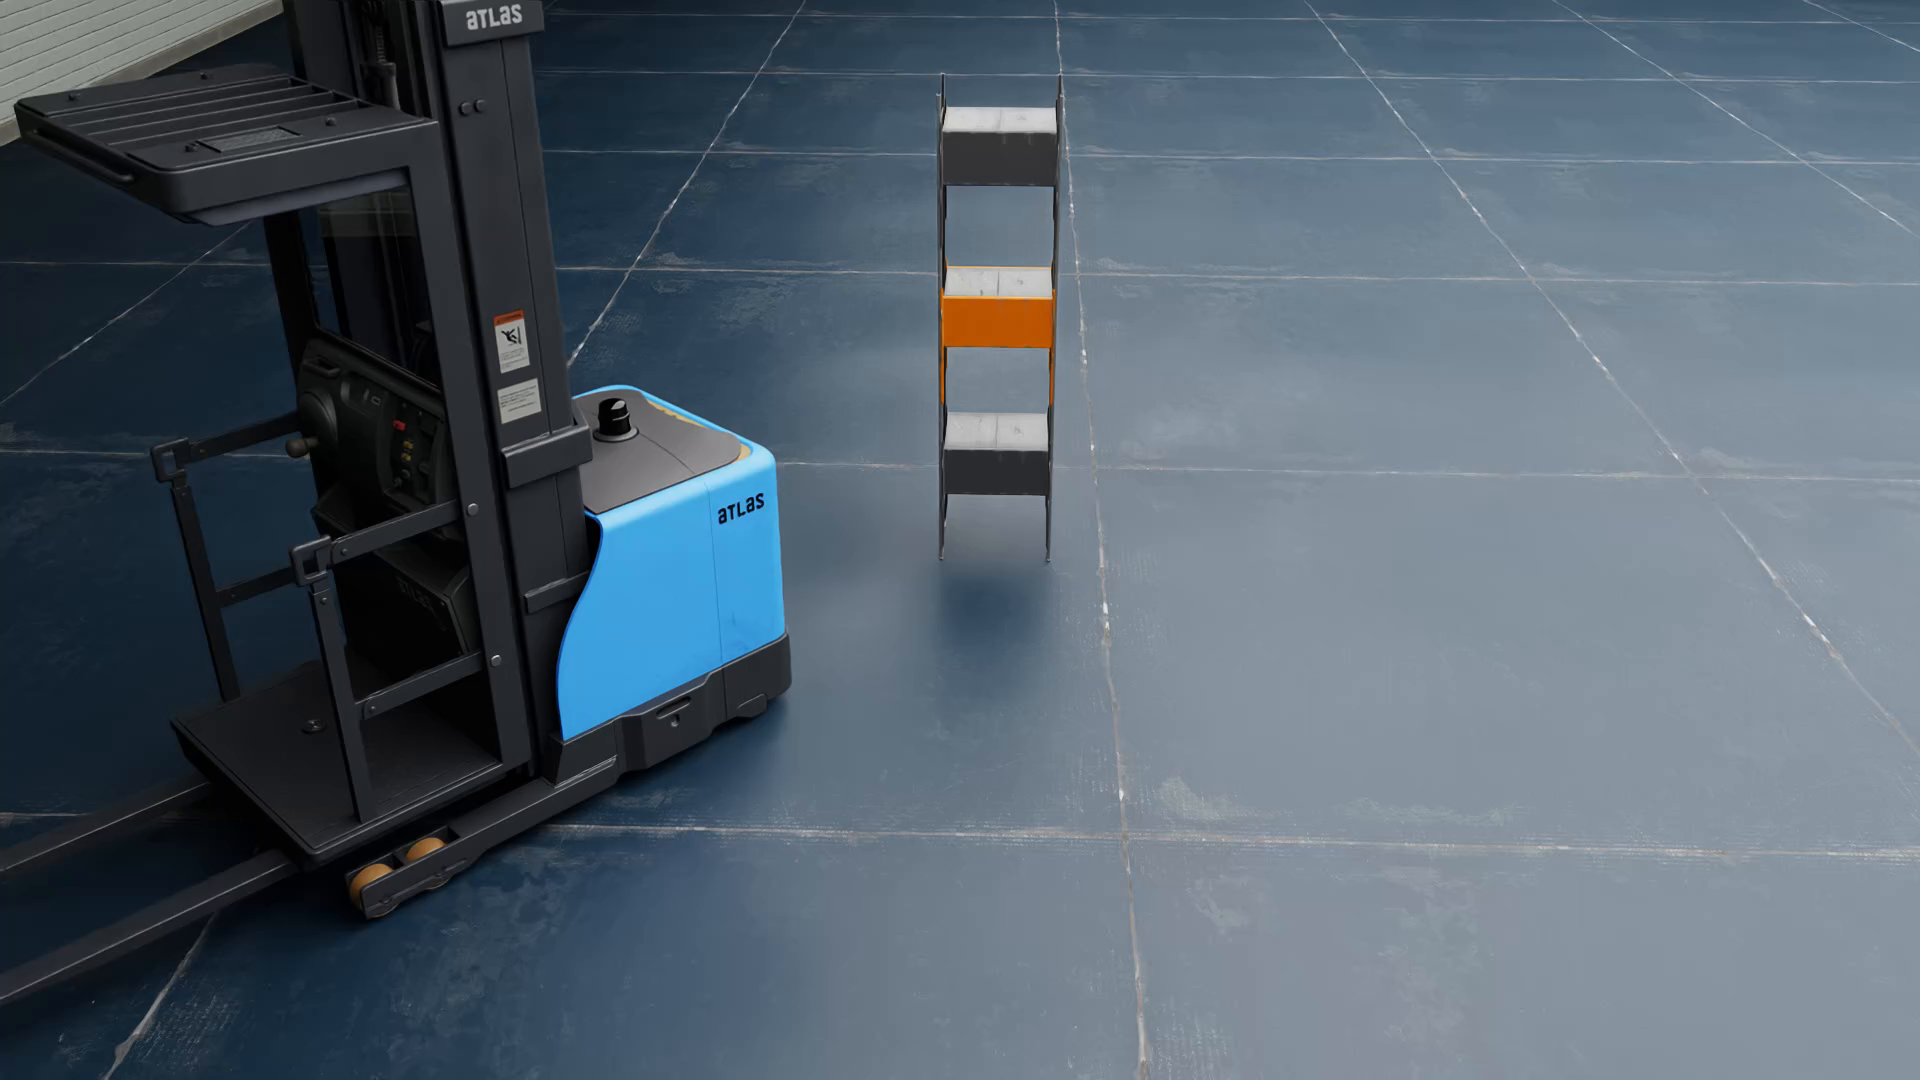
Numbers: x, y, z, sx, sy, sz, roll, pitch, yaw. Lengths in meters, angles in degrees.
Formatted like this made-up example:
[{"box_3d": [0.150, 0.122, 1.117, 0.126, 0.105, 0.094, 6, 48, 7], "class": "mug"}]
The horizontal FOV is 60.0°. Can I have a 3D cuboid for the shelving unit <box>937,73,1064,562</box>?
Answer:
[{"box_3d": [0.165, -0.925, 7.253, 0.503, 2.100, 0.431, 1, 28, 2], "class": "shelving unit"}]

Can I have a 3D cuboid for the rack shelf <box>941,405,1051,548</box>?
[{"box_3d": [0.165, -0.294, 7.587, 0.480, 0.518, 0.431, 1, 28, 2], "class": "rack shelf"}]

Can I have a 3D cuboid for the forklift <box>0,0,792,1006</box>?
[{"box_3d": [-2.057, -0.339, 5.260, 1.130, 2.935, 3.031, 25, 37, 38], "class": "forklift"}]

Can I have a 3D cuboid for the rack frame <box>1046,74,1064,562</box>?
[{"box_3d": [0.409, -0.921, 7.245, 0.015, 2.100, 0.400, 1, 28, 2], "class": "rack frame"}]

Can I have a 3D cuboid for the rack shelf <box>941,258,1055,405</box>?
[{"box_3d": [0.165, -0.913, 7.259, 0.480, 0.518, 0.431, 1, 28, 2], "class": "rack shelf"}]

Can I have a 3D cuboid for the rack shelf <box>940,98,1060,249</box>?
[{"box_3d": [0.165, -1.531, 6.932, 0.480, 0.518, 0.431, 1, 28, 2], "class": "rack shelf"}]

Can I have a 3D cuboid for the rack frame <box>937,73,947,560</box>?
[{"box_3d": [-0.078, -0.929, 7.261, 0.015, 2.100, 0.400, 1, 28, 2], "class": "rack frame"}]
